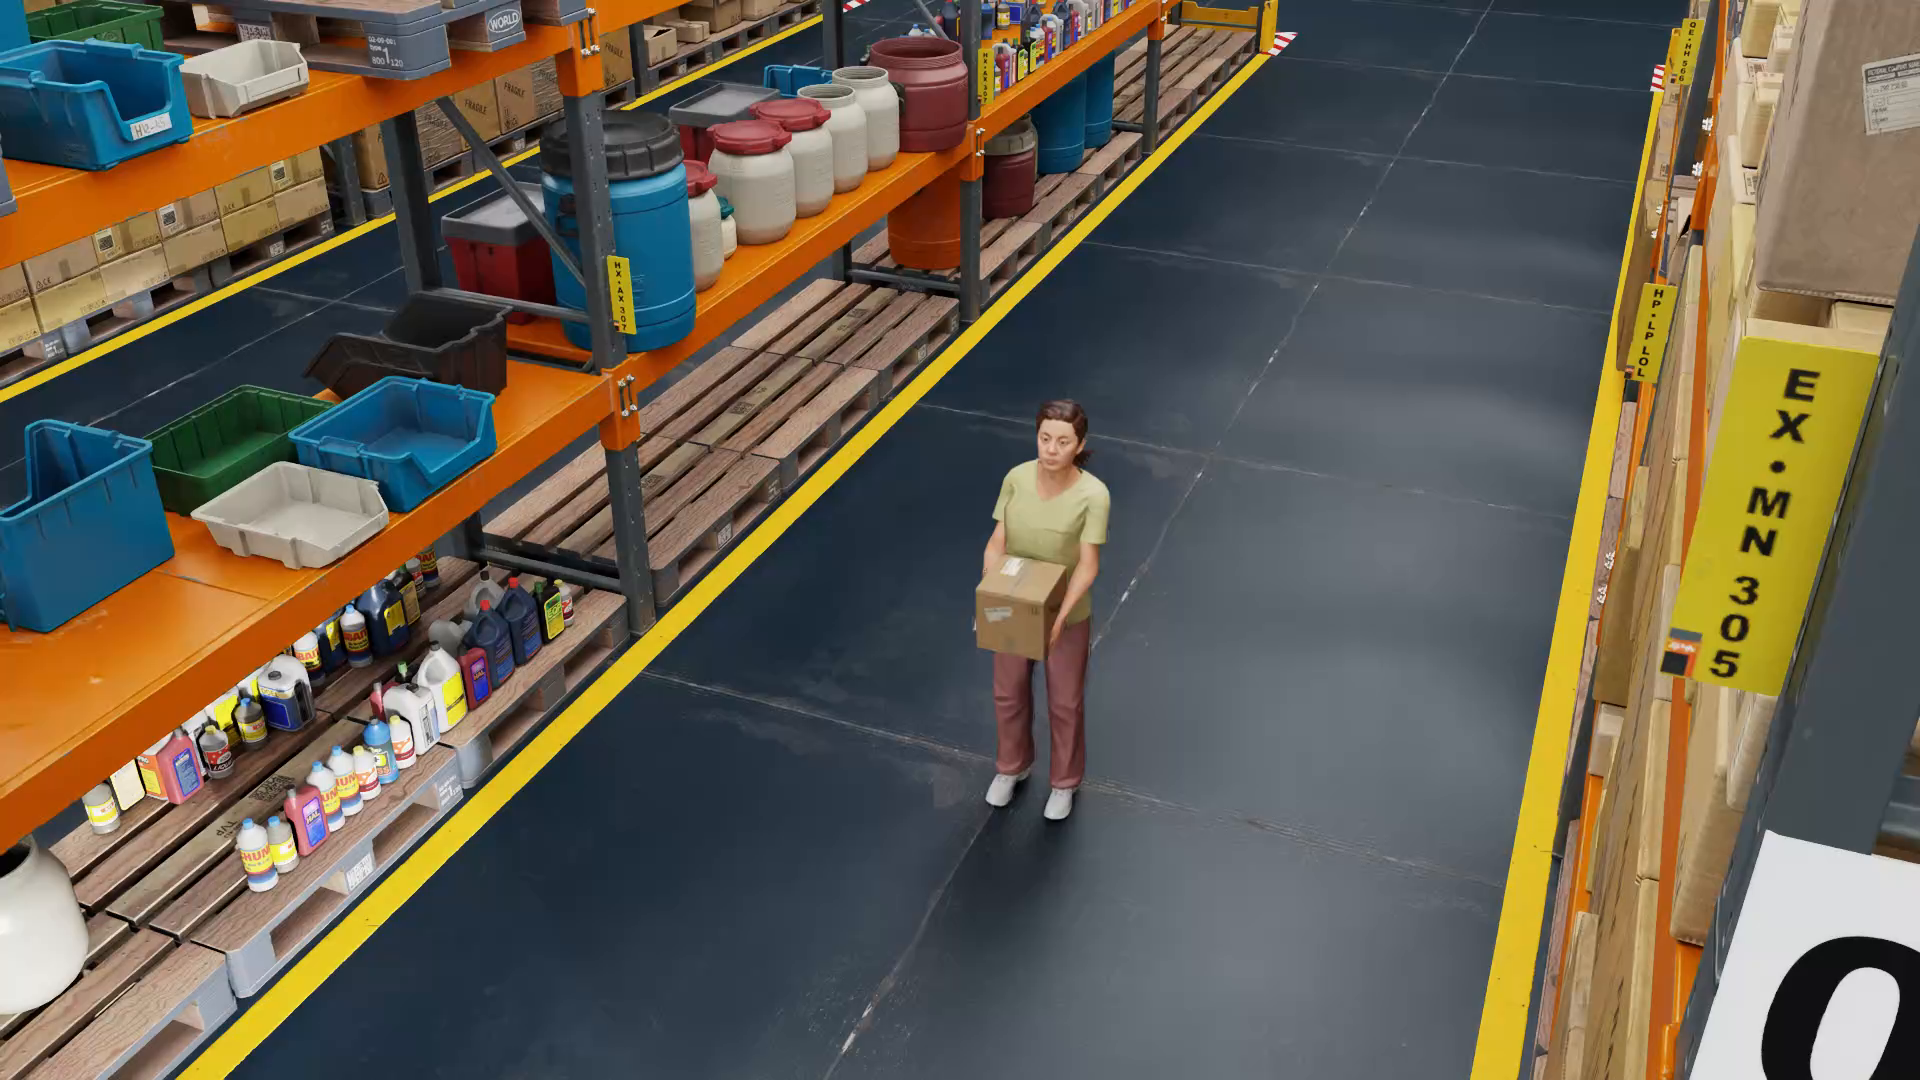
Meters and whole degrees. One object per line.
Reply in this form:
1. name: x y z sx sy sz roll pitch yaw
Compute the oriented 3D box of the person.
1. person: 0.291 0.305 6.112 0.434 1.656 0.533 13 32 21
